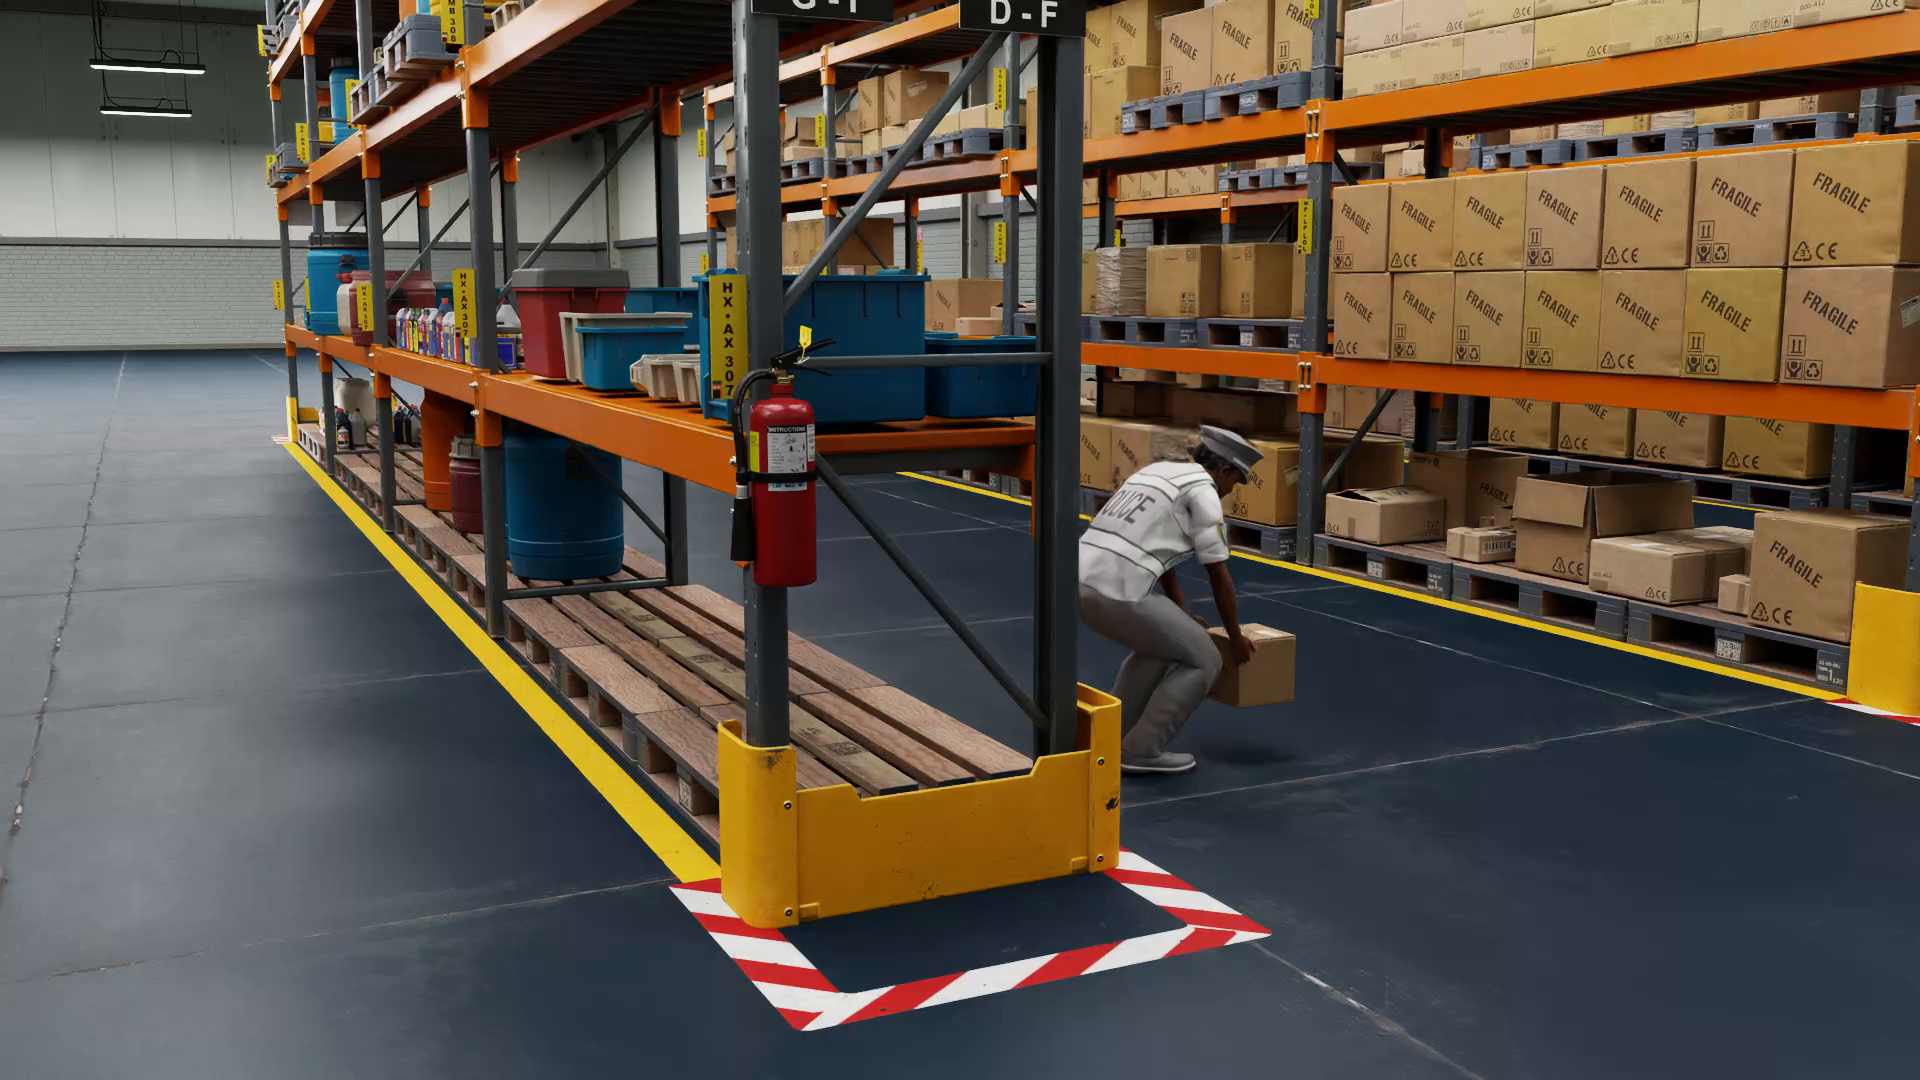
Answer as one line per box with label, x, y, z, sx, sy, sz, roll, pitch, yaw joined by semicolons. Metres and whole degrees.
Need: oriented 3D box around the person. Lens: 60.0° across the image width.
person;0.734;0.202;6.046;0.788;1.222;0.502;-3;9;-20
